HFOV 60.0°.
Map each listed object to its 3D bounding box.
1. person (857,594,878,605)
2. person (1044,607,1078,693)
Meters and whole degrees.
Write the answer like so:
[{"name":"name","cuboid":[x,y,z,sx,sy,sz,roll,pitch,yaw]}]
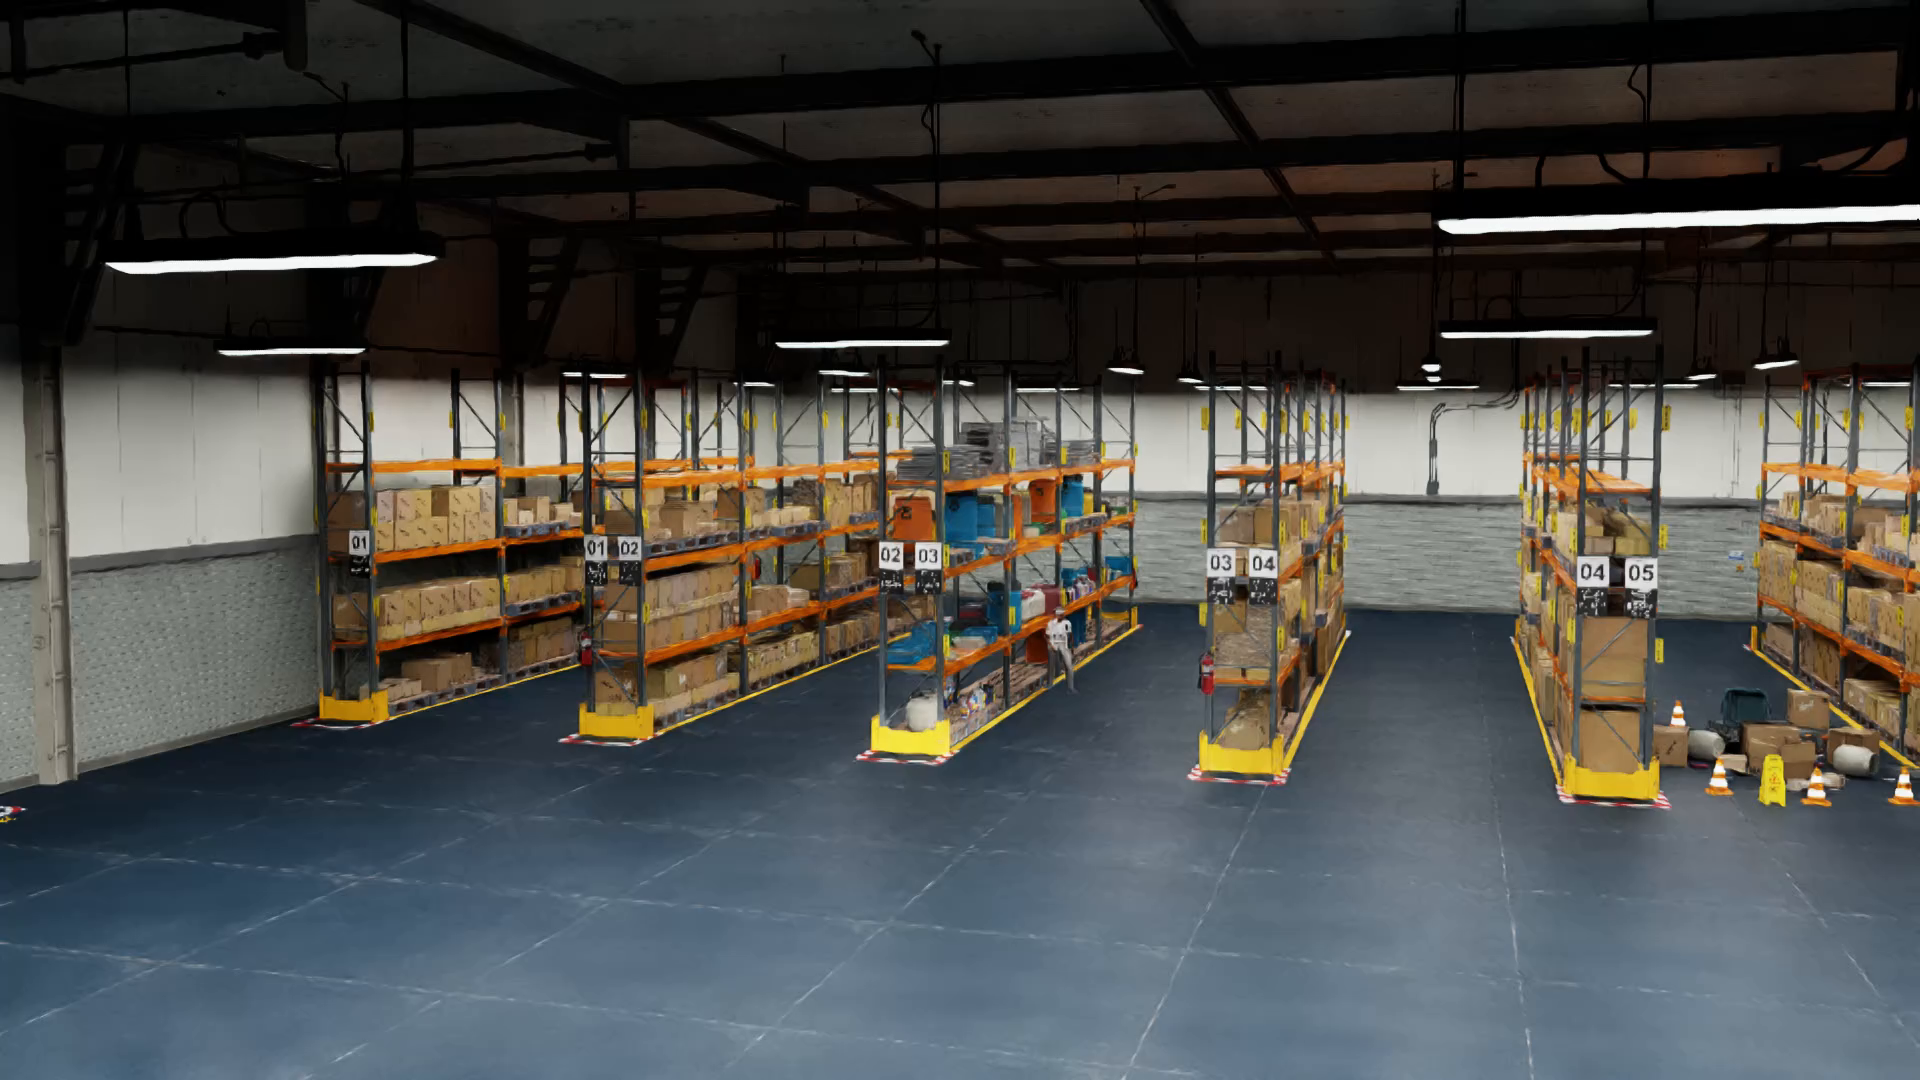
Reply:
[{"name":"person","cuboid":[-2.412,1.038,43.694,0.691,1.660,0.566,-3,5,-35]},{"name":"person","cuboid":[1.851,1.998,30.690,0.621,1.606,0.828,0,4,-1]}]
